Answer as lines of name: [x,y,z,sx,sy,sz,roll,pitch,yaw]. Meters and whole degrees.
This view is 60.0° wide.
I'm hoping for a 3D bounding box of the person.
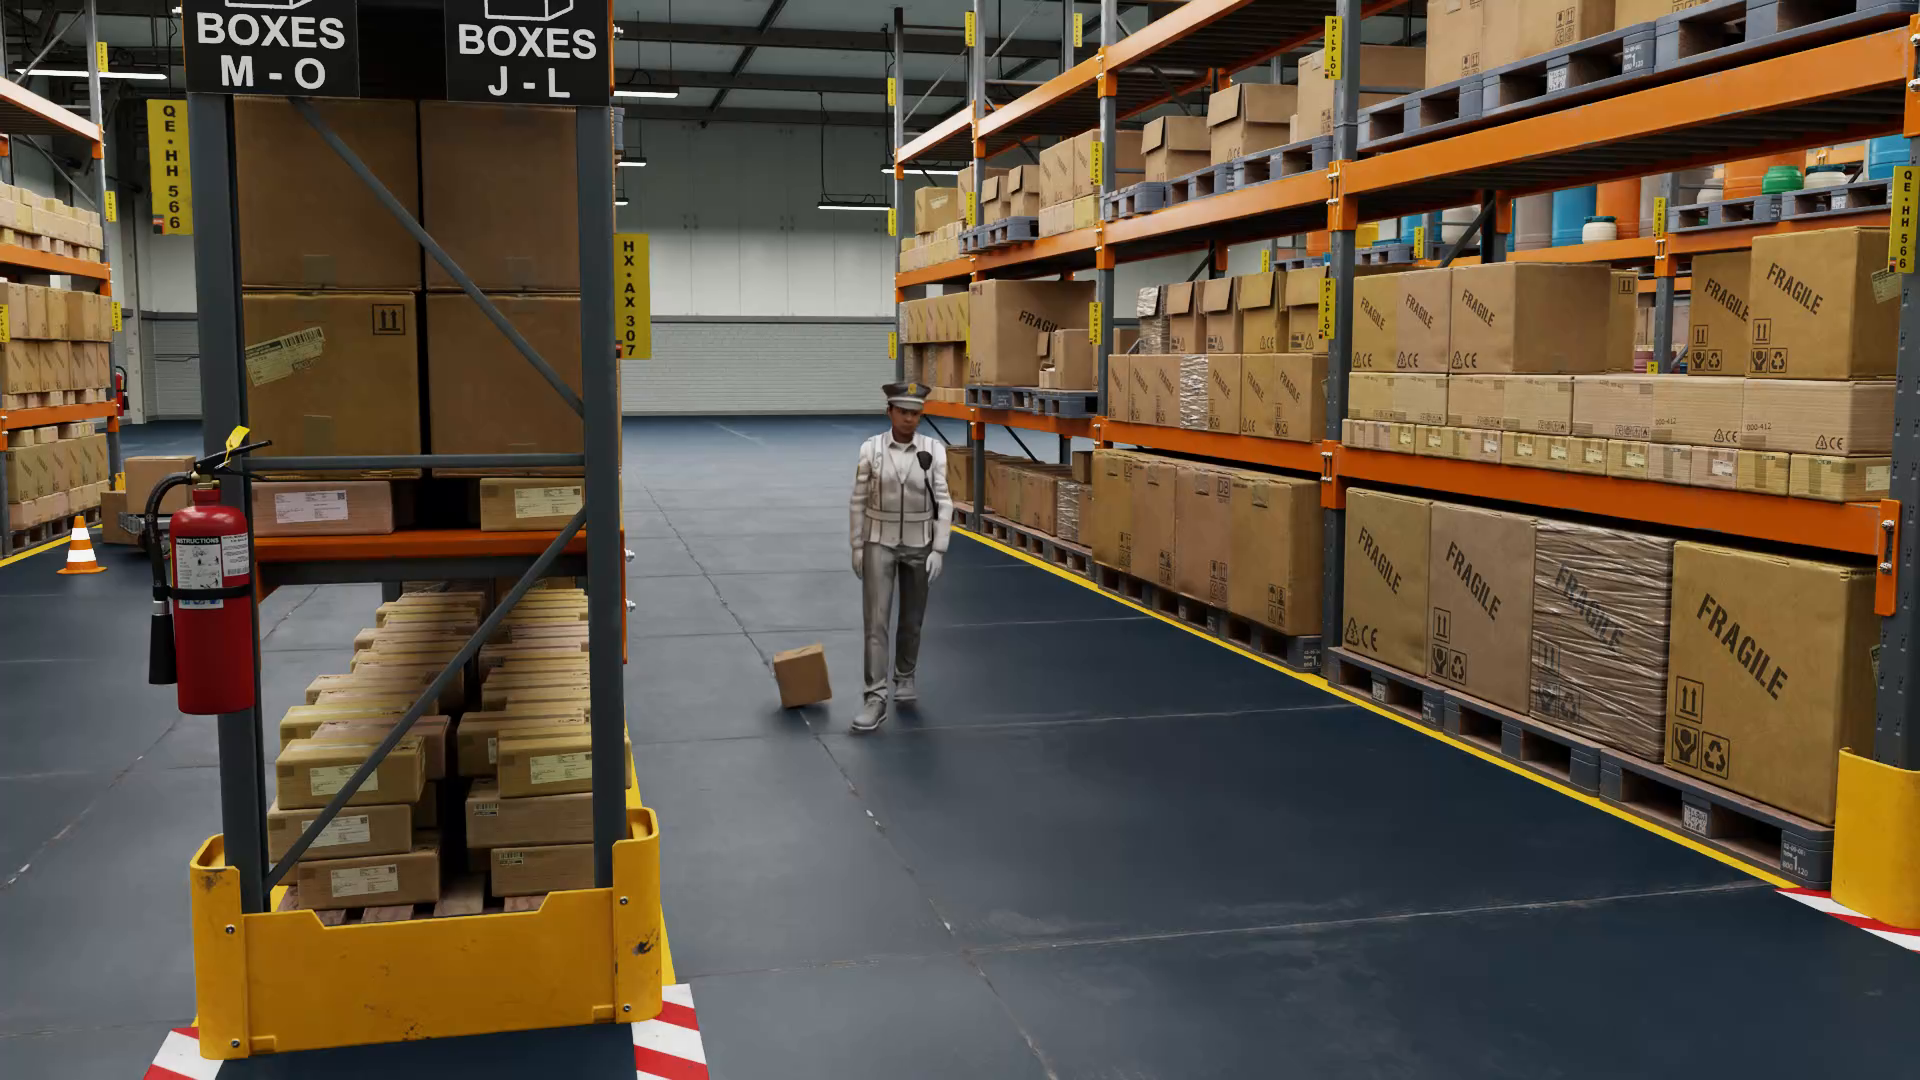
person: [-0.298,0.041,8.124,0.537,1.629,0.873,-1,6,-8]
